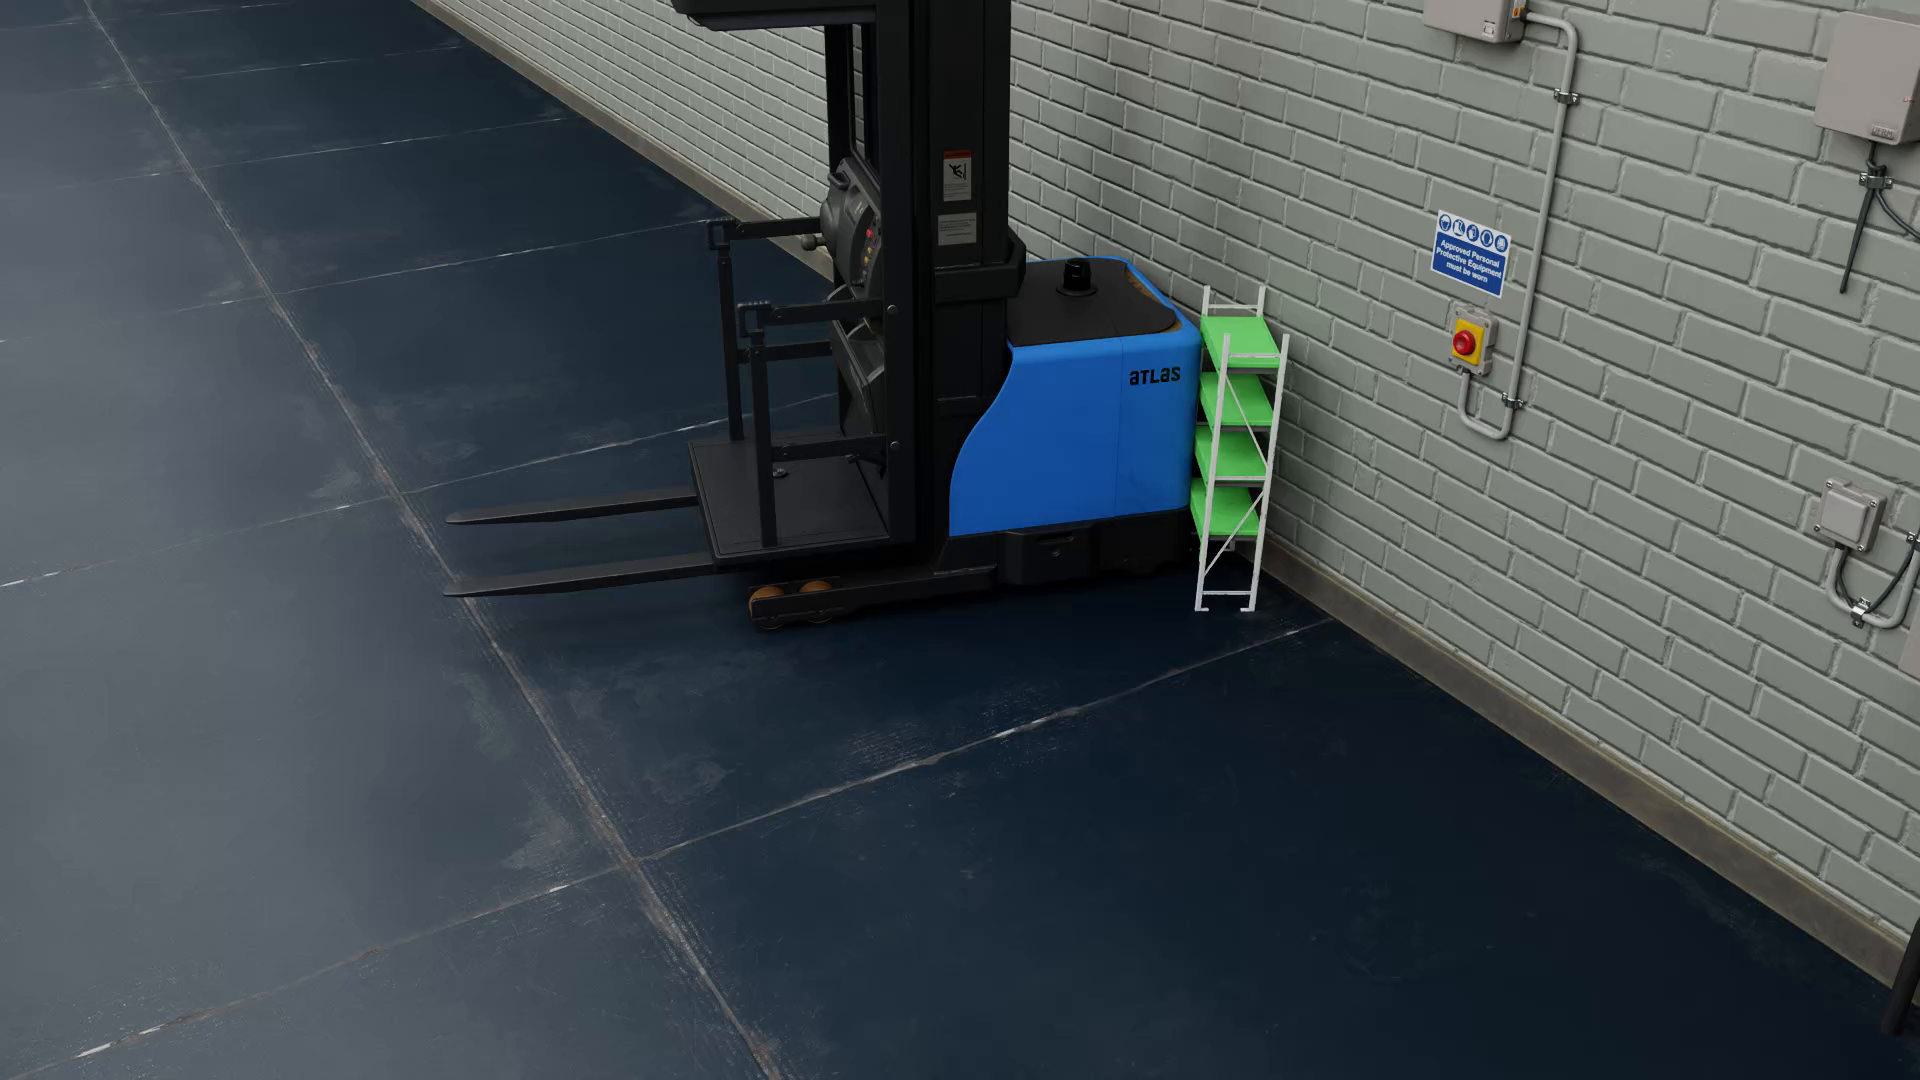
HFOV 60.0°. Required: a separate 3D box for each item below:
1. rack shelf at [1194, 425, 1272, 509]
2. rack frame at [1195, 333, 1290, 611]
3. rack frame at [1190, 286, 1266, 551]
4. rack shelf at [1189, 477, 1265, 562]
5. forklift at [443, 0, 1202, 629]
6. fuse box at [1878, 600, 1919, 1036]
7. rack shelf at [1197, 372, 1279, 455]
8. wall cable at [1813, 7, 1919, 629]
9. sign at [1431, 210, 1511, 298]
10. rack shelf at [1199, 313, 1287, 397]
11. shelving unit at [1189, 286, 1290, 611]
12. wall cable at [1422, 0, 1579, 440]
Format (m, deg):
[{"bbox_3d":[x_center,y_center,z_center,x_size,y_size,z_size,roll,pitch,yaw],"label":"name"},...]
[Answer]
[{"bbox_3d":[1.077,-0.302,6.678,0.258,0.148,0.480,0,30,-2],"label":"rack shelf"},{"bbox_3d":[1.084,-0.237,6.435,0.240,1.200,0.015,0,30,-2],"label":"rack frame"},{"bbox_3d":[1.073,-0.478,6.859,0.240,1.200,0.015,0,30,-2],"label":"rack frame"},{"bbox_3d":[1.072,-0.093,6.797,0.258,0.148,0.480,0,30,-2],"label":"rack shelf"},{"bbox_3d":[-0.604,-1.210,6.409,3.031,2.935,1.130,-7,30,-12],"label":"forklift"},{"bbox_3d":[2.633,0.660,4.284,0.414,1.711,0.539,-16,33,-26],"label":"fuse box"},{"bbox_3d":[1.082,-0.511,6.560,0.258,0.148,0.480,0,30,-2],"label":"rack shelf"},{"bbox_3d":[2.423,-0.672,4.312,0.122,1.984,0.588,-16,33,-26],"label":"wall cable"},{"bbox_3d":[1.723,-0.969,5.621,0.001,0.218,0.327,-16,33,-26],"label":"sign"},{"bbox_3d":[1.087,-0.719,6.441,0.258,0.148,0.480,0,30,-2],"label":"rack shelf"},{"bbox_3d":[1.078,-0.357,6.647,0.258,1.200,0.503,0,30,-2],"label":"shelving unit"},{"bbox_3d":[1.694,-1.274,5.370,0.123,1.953,0.585,-16,33,-26],"label":"wall cable"}]
